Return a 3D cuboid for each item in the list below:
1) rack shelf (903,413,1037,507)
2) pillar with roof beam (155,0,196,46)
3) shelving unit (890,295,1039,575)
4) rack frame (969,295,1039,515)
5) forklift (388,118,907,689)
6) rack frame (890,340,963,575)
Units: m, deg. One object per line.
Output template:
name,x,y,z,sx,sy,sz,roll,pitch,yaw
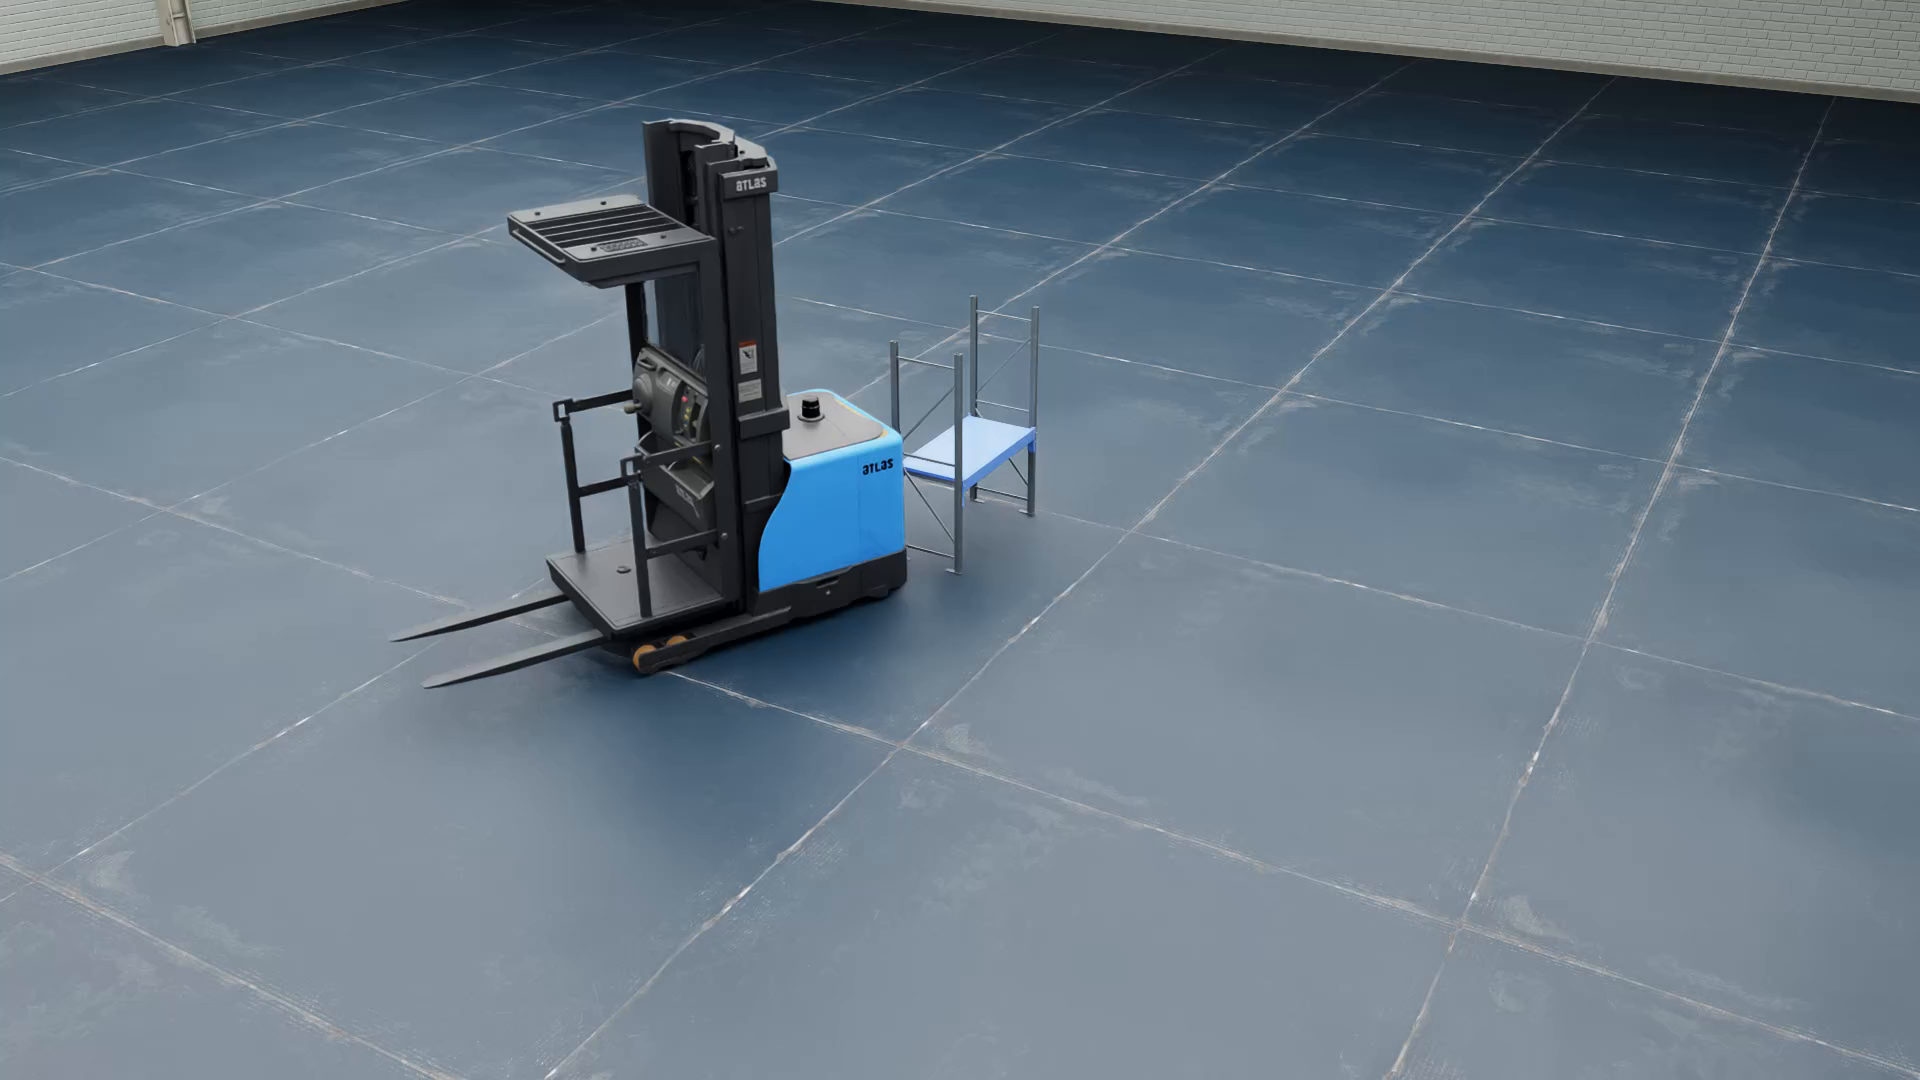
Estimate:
rack shelf,0.042,-0.543,10.981,0.538,0.185,1.000,14,30,26
pillar with roof beam,-9.226,-11.334,23.759,9.100,9.000,0.400,14,30,26
shelving unit,0.042,-0.704,10.901,0.538,1.500,1.048,14,30,26
rack frame,0.292,-0.902,11.296,0.500,1.500,0.032,14,30,26
forklift,-1.844,-0.803,9.500,3.031,2.935,1.130,-17,31,-30
rack frame,-0.208,-0.506,10.505,0.500,1.500,0.032,14,30,26
